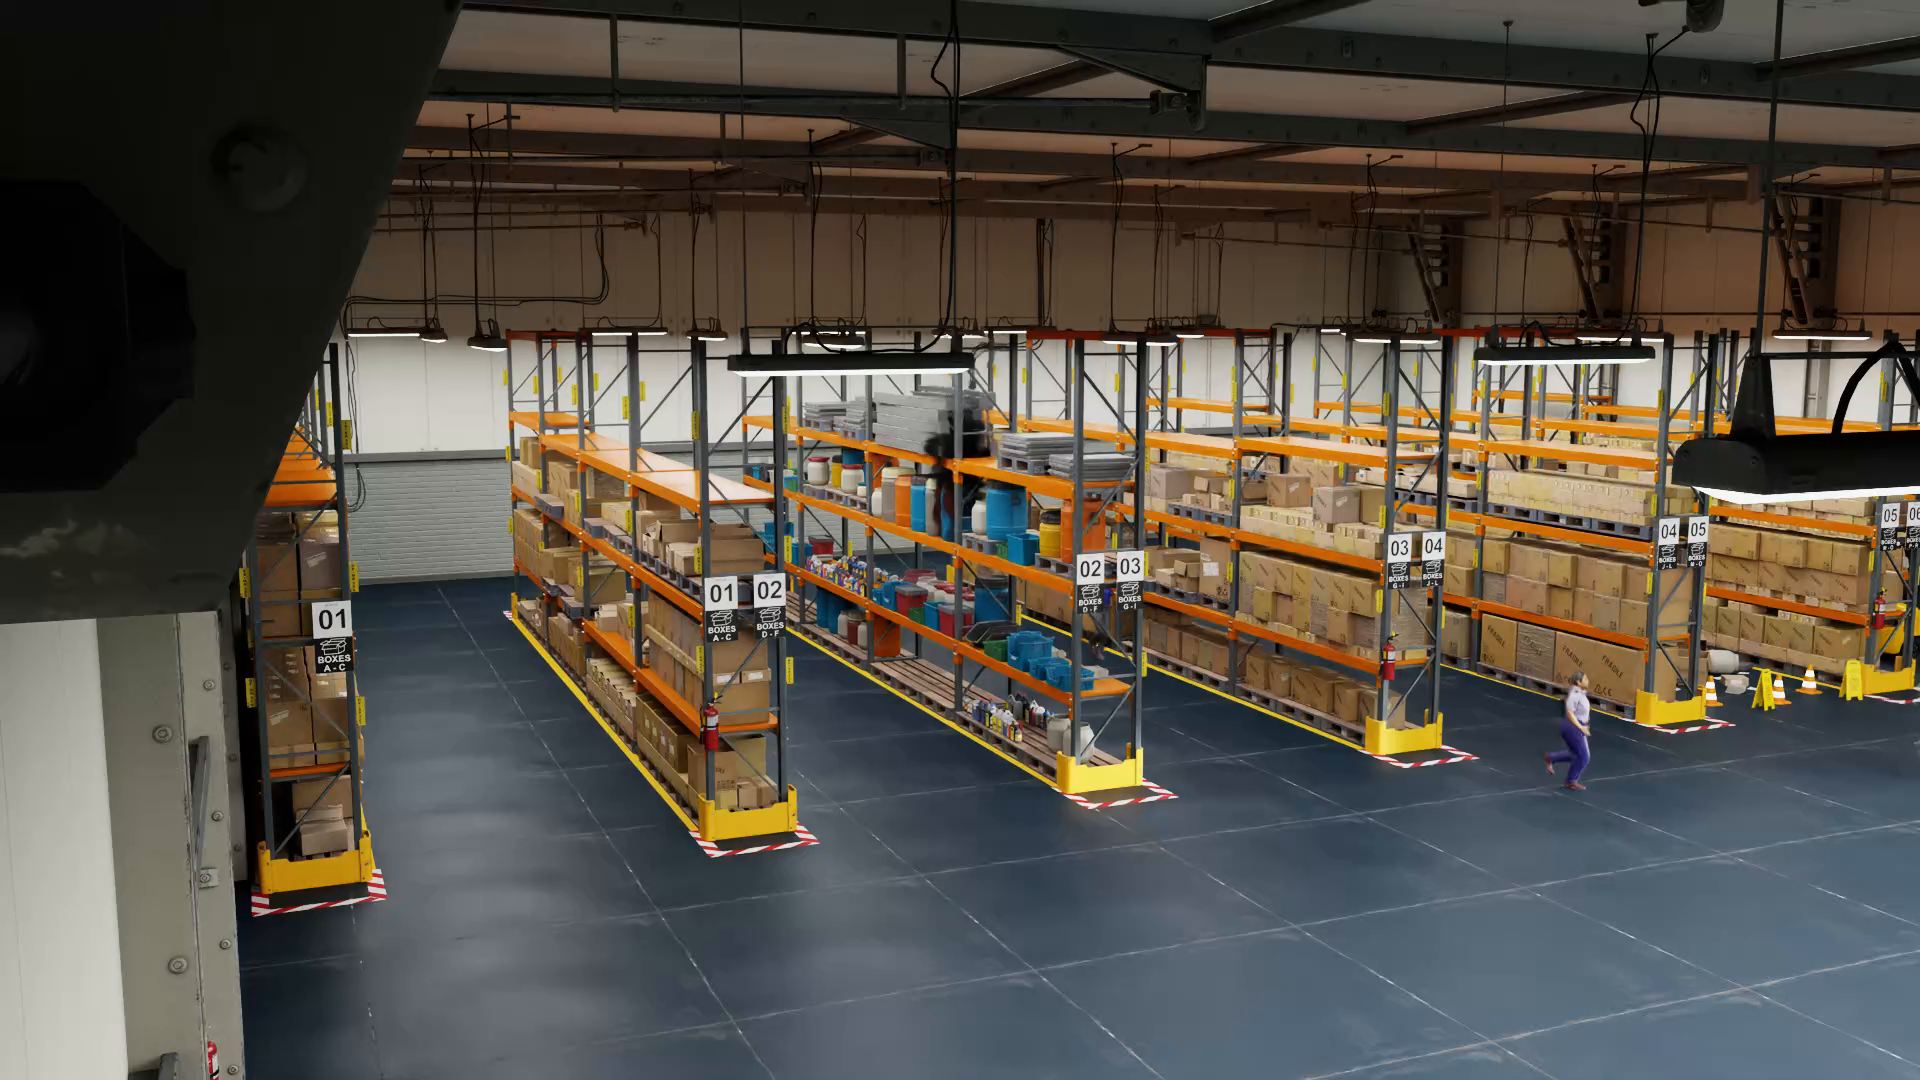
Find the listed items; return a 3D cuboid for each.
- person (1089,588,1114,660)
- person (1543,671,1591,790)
[{"bbox_3d":[2.480,1.295,29.215,0.586,1.631,0.505,-4,9,-26],"label":"person"},{"bbox_3d":[8.141,2.535,22.285,0.595,1.603,0.589,3,8,20],"label":"person"}]
